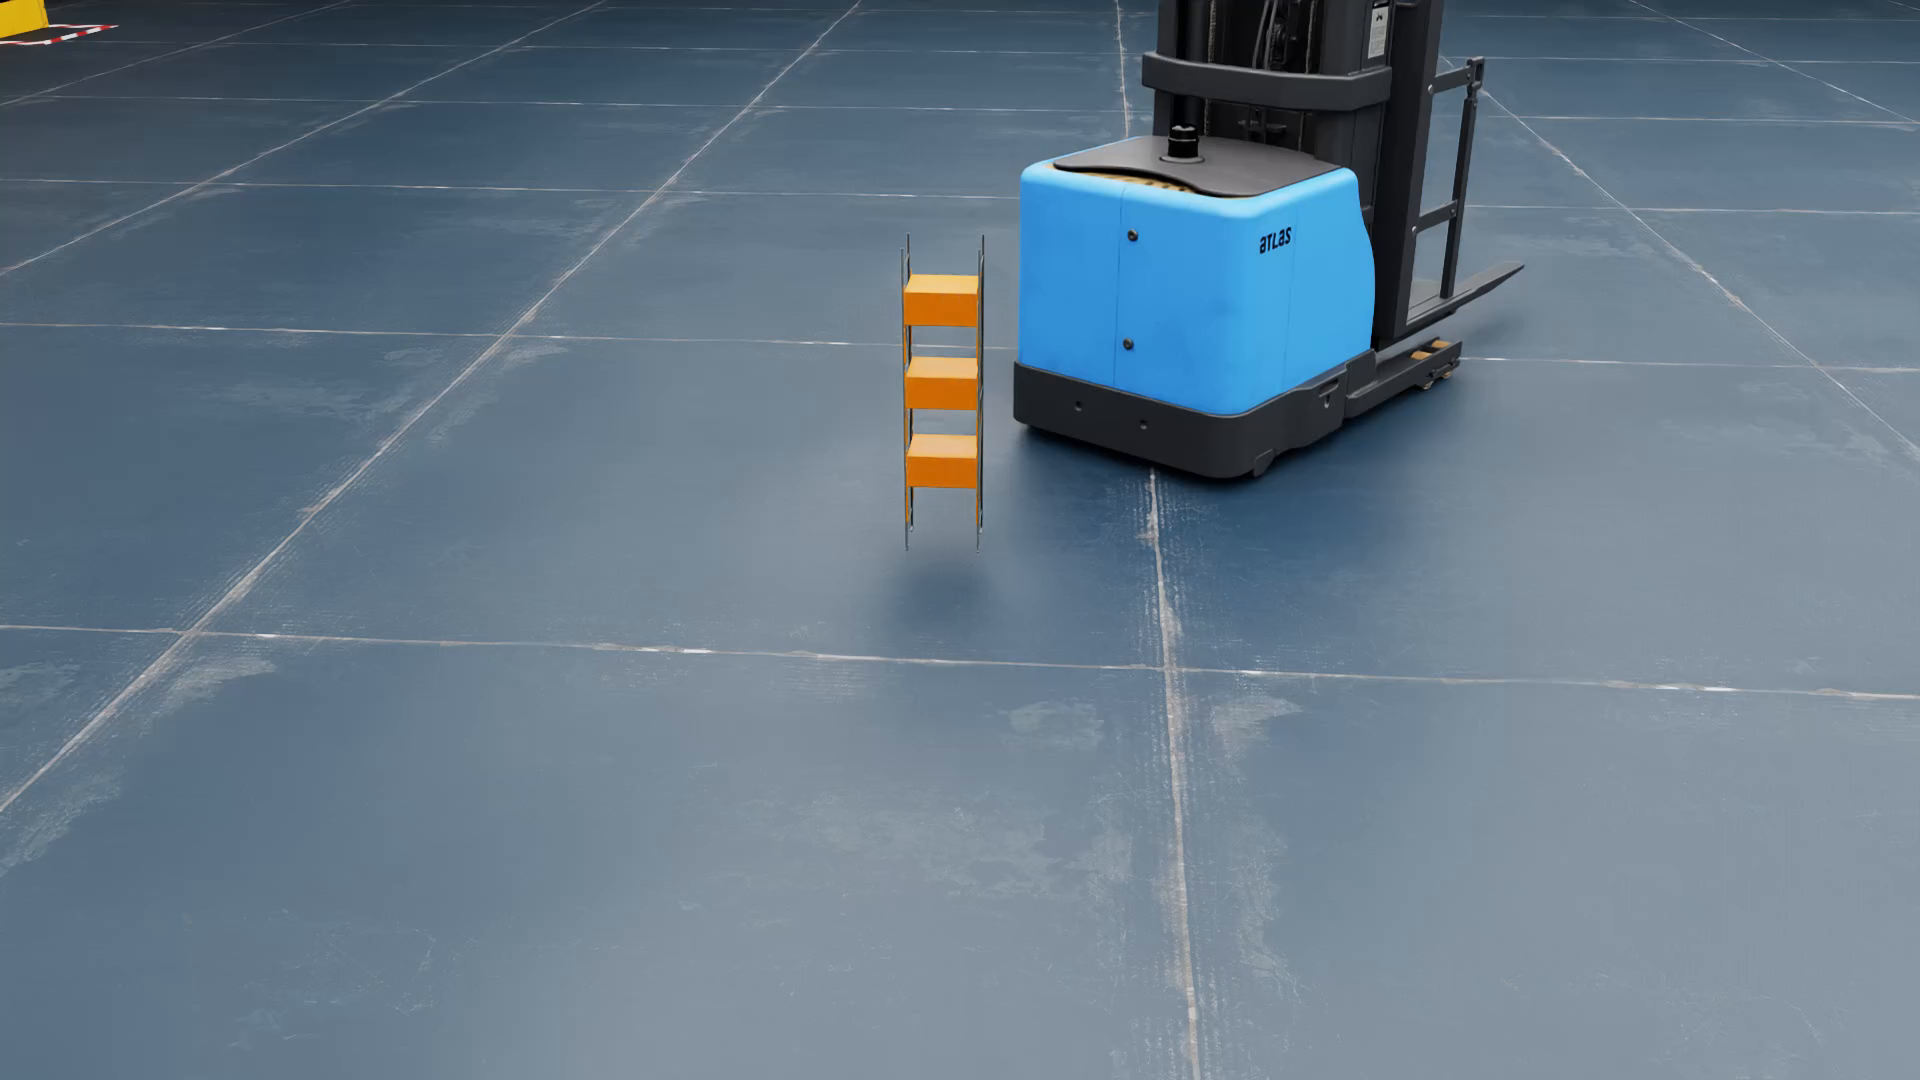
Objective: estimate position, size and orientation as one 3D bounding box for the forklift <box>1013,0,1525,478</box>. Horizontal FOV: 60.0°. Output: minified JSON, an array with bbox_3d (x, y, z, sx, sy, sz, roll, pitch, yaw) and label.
[{"bbox_3d":[1.546,-2.097,6.802,1.130,2.935,3.031,19,31,36],"label":"forklift"}]

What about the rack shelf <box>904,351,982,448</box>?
[{"bbox_3d":[-0.053,-0.469,5.539,0.240,0.259,0.215,2,25,4],"label":"rack shelf"}]

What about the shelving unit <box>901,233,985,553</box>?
[{"bbox_3d":[-0.053,-0.479,5.534,0.252,1.050,0.215,2,25,4],"label":"shelving unit"}]

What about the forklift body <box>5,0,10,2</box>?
[{"bbox_3d":[-11.356,-7.515,19.509,1.214,2.155,2.313,2,25,4],"label":"forklift body"}]

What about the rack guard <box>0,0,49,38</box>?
[{"bbox_3d":[-9.778,-5.398,16.884,0.348,0.500,1.175,2,25,4],"label":"rack guard"}]

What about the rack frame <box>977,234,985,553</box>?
[{"bbox_3d":[0.068,-0.475,5.526,0.008,1.050,0.200,2,25,4],"label":"rack frame"}]

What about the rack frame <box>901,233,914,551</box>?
[{"bbox_3d":[-0.175,-0.483,5.543,0.008,1.050,0.200,2,25,4],"label":"rack frame"}]

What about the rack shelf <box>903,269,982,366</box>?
[{"bbox_3d":[-0.053,-0.727,5.420,0.240,0.259,0.215,2,25,4],"label":"rack shelf"}]

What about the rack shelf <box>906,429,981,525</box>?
[{"bbox_3d":[-0.053,-0.217,5.655,0.240,0.259,0.215,2,25,4],"label":"rack shelf"}]
